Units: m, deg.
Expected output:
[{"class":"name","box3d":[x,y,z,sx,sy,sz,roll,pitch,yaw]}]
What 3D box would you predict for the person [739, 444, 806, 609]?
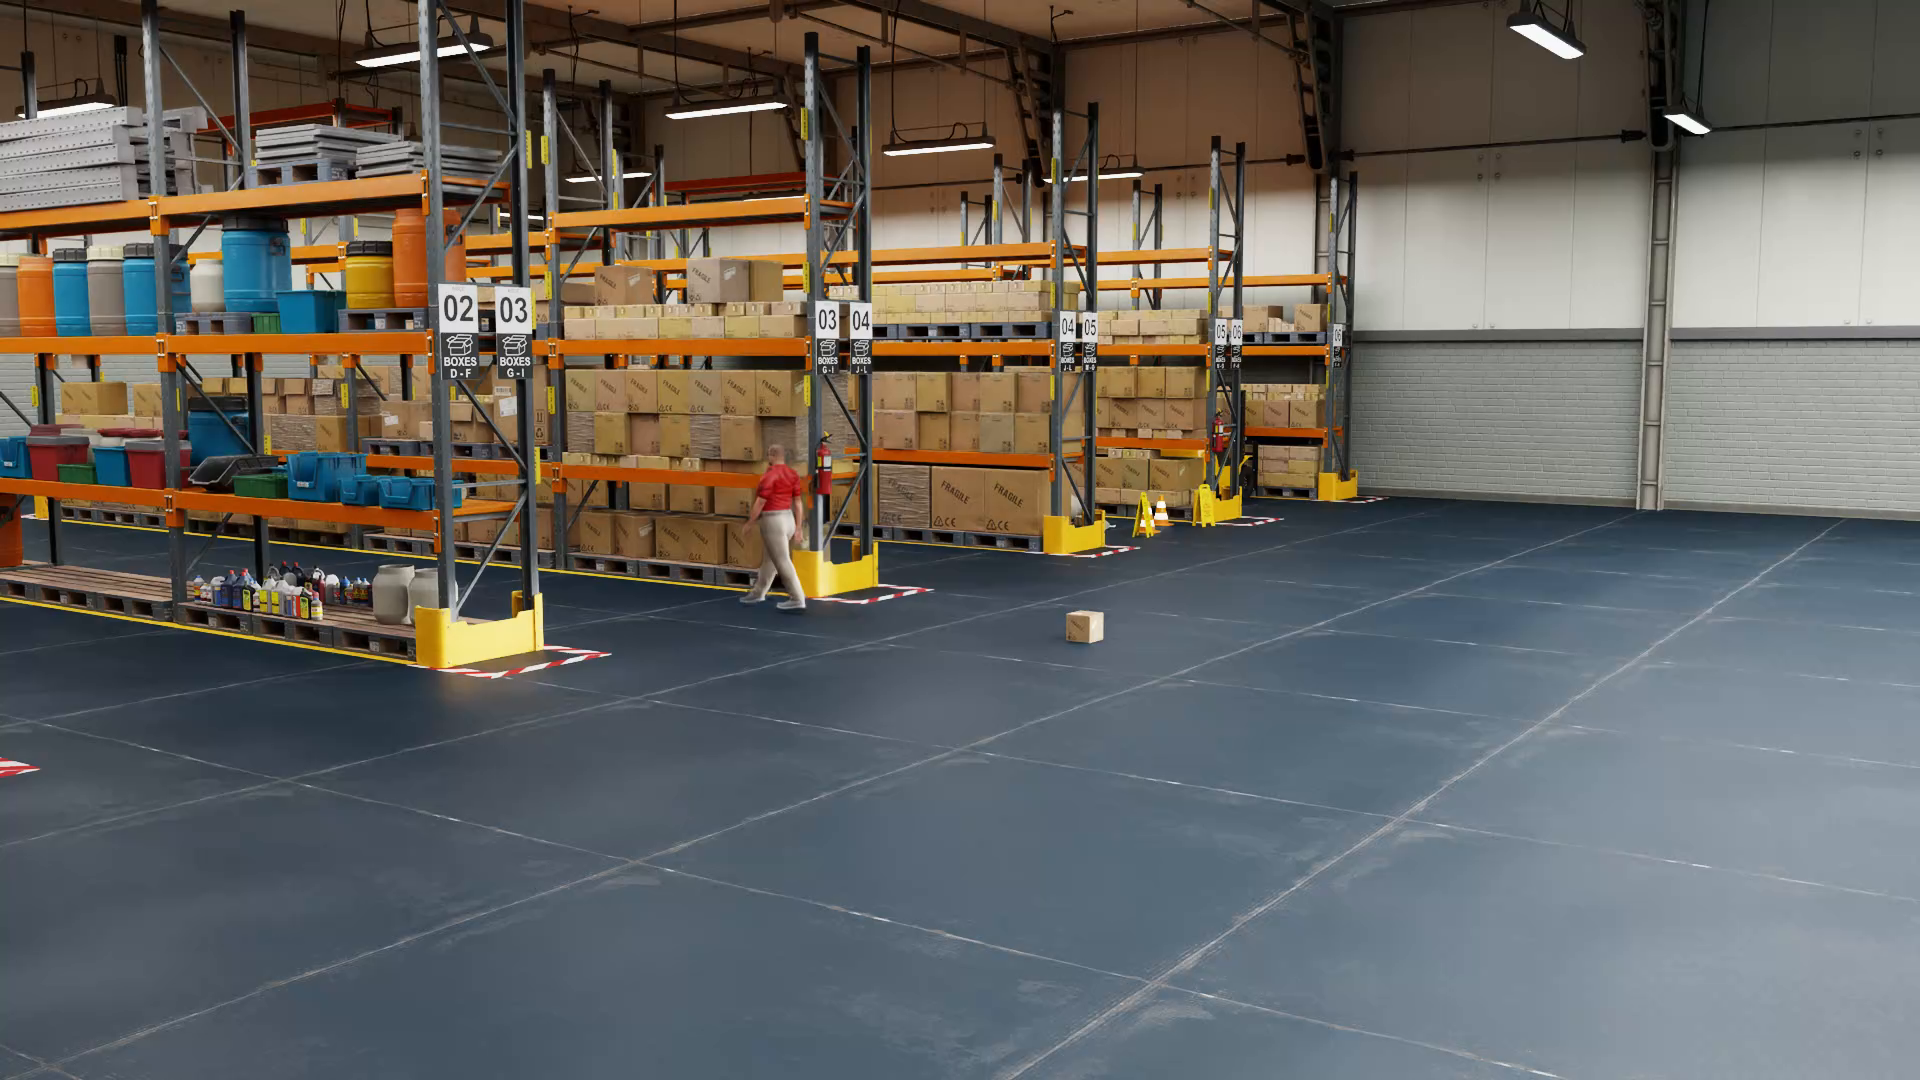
[{"class":"person","box3d":[-1.970,-0.146,17.061,0.962,1.685,0.547,4,7,30]}]
